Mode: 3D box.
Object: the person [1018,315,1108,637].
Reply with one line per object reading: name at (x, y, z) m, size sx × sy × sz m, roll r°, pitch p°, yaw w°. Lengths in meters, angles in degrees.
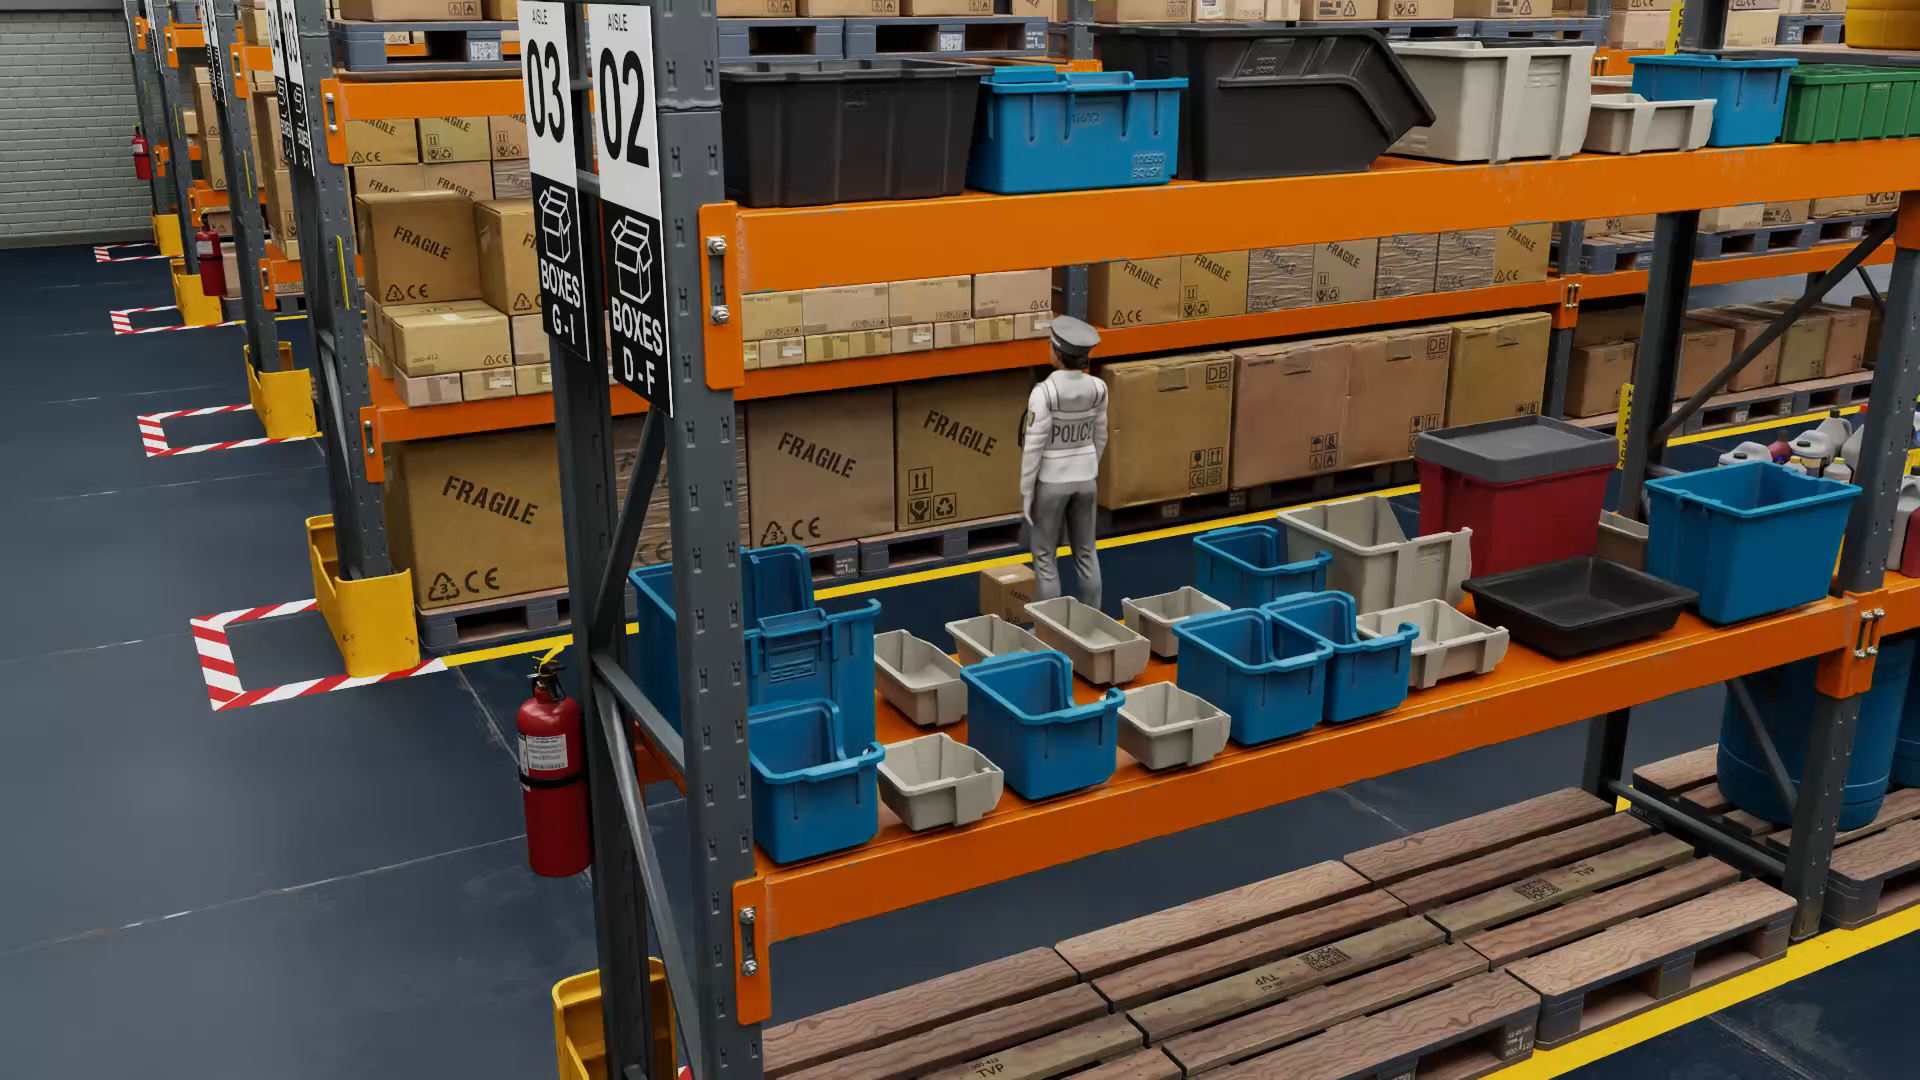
person at (0.497, -0.272, 8.276) m, size 0.516 × 1.703 × 0.390 m, roll -10°, pitch 21°, yaw -27°
